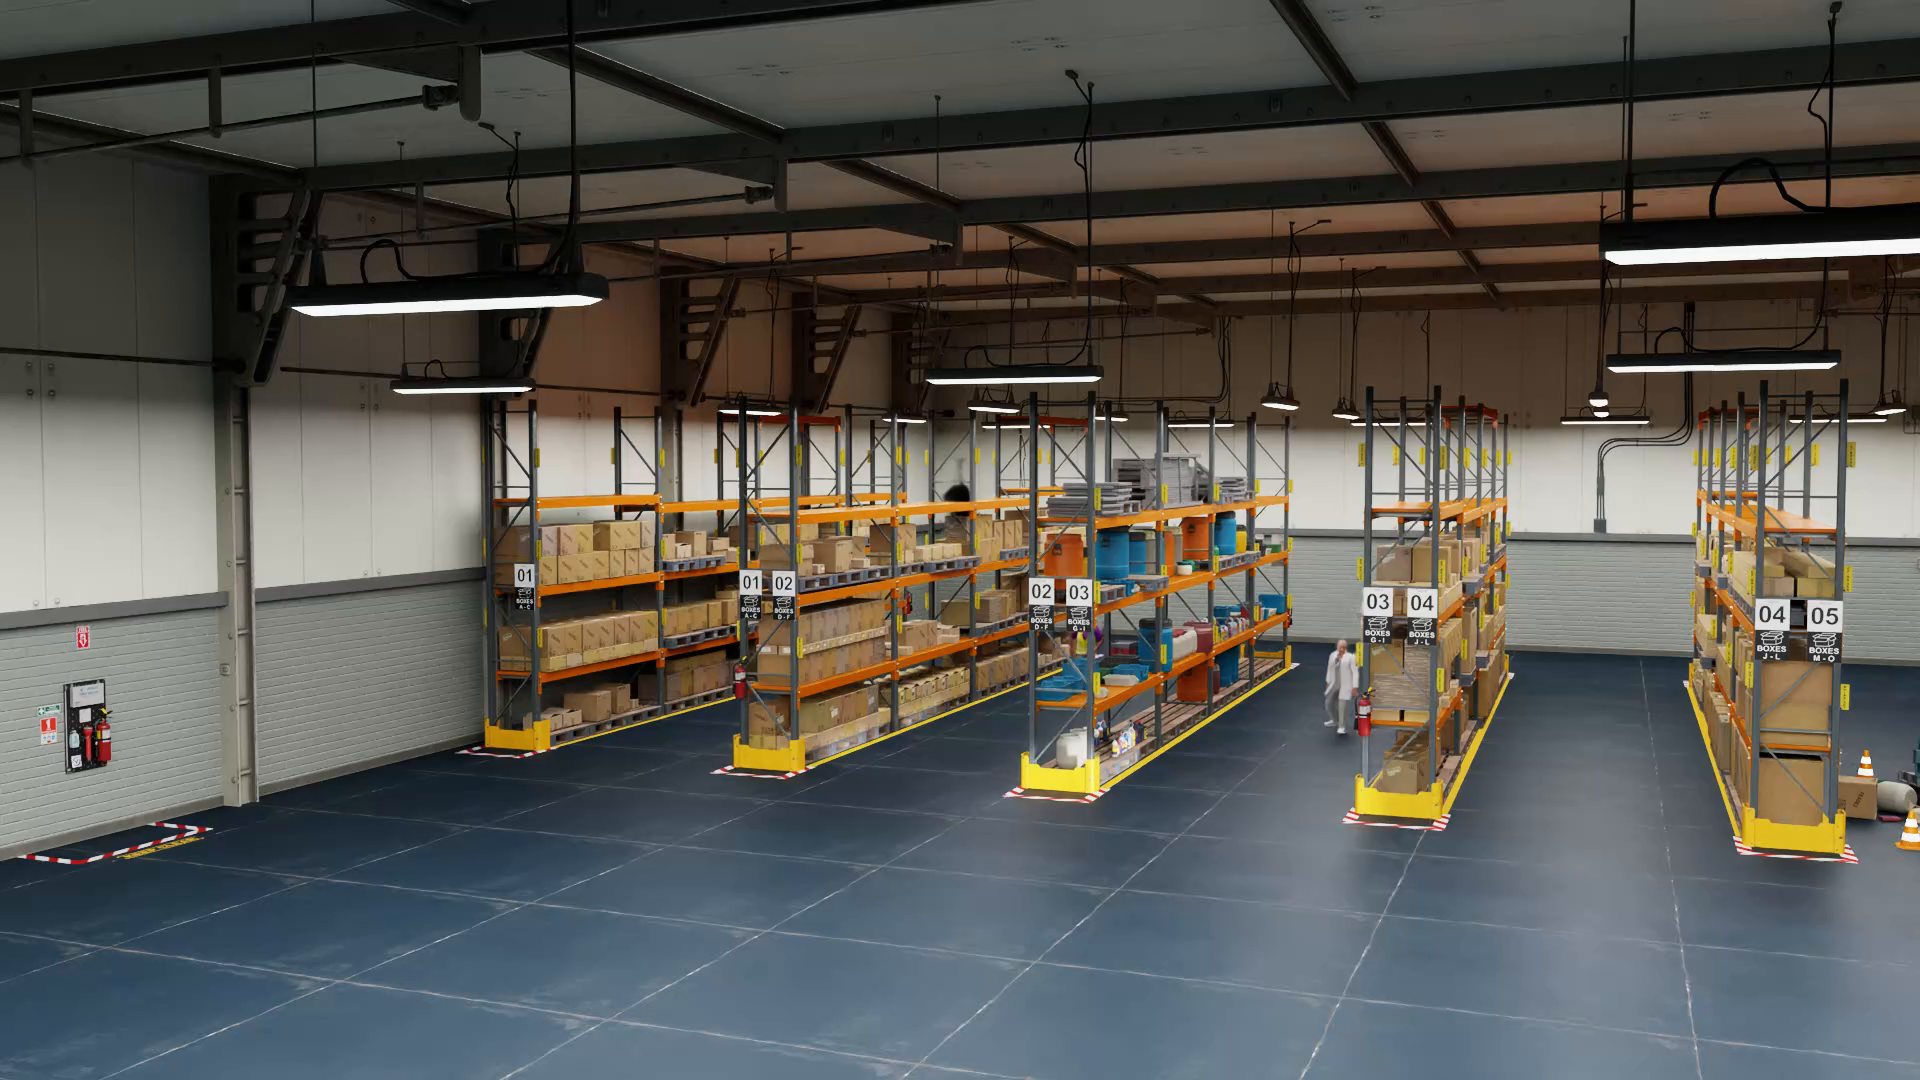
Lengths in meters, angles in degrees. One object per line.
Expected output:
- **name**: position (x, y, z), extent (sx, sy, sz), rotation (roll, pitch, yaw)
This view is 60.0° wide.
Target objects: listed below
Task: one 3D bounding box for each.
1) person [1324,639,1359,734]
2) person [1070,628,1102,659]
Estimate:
- **person**: position (6.941, 2.642, 30.261), extent (0.624, 1.721, 0.902), rotation (-3, 4, -43)
- **person**: position (2.677, 2.418, 35.305), extent (0.691, 1.697, 0.690), rotation (0, 3, 7)
